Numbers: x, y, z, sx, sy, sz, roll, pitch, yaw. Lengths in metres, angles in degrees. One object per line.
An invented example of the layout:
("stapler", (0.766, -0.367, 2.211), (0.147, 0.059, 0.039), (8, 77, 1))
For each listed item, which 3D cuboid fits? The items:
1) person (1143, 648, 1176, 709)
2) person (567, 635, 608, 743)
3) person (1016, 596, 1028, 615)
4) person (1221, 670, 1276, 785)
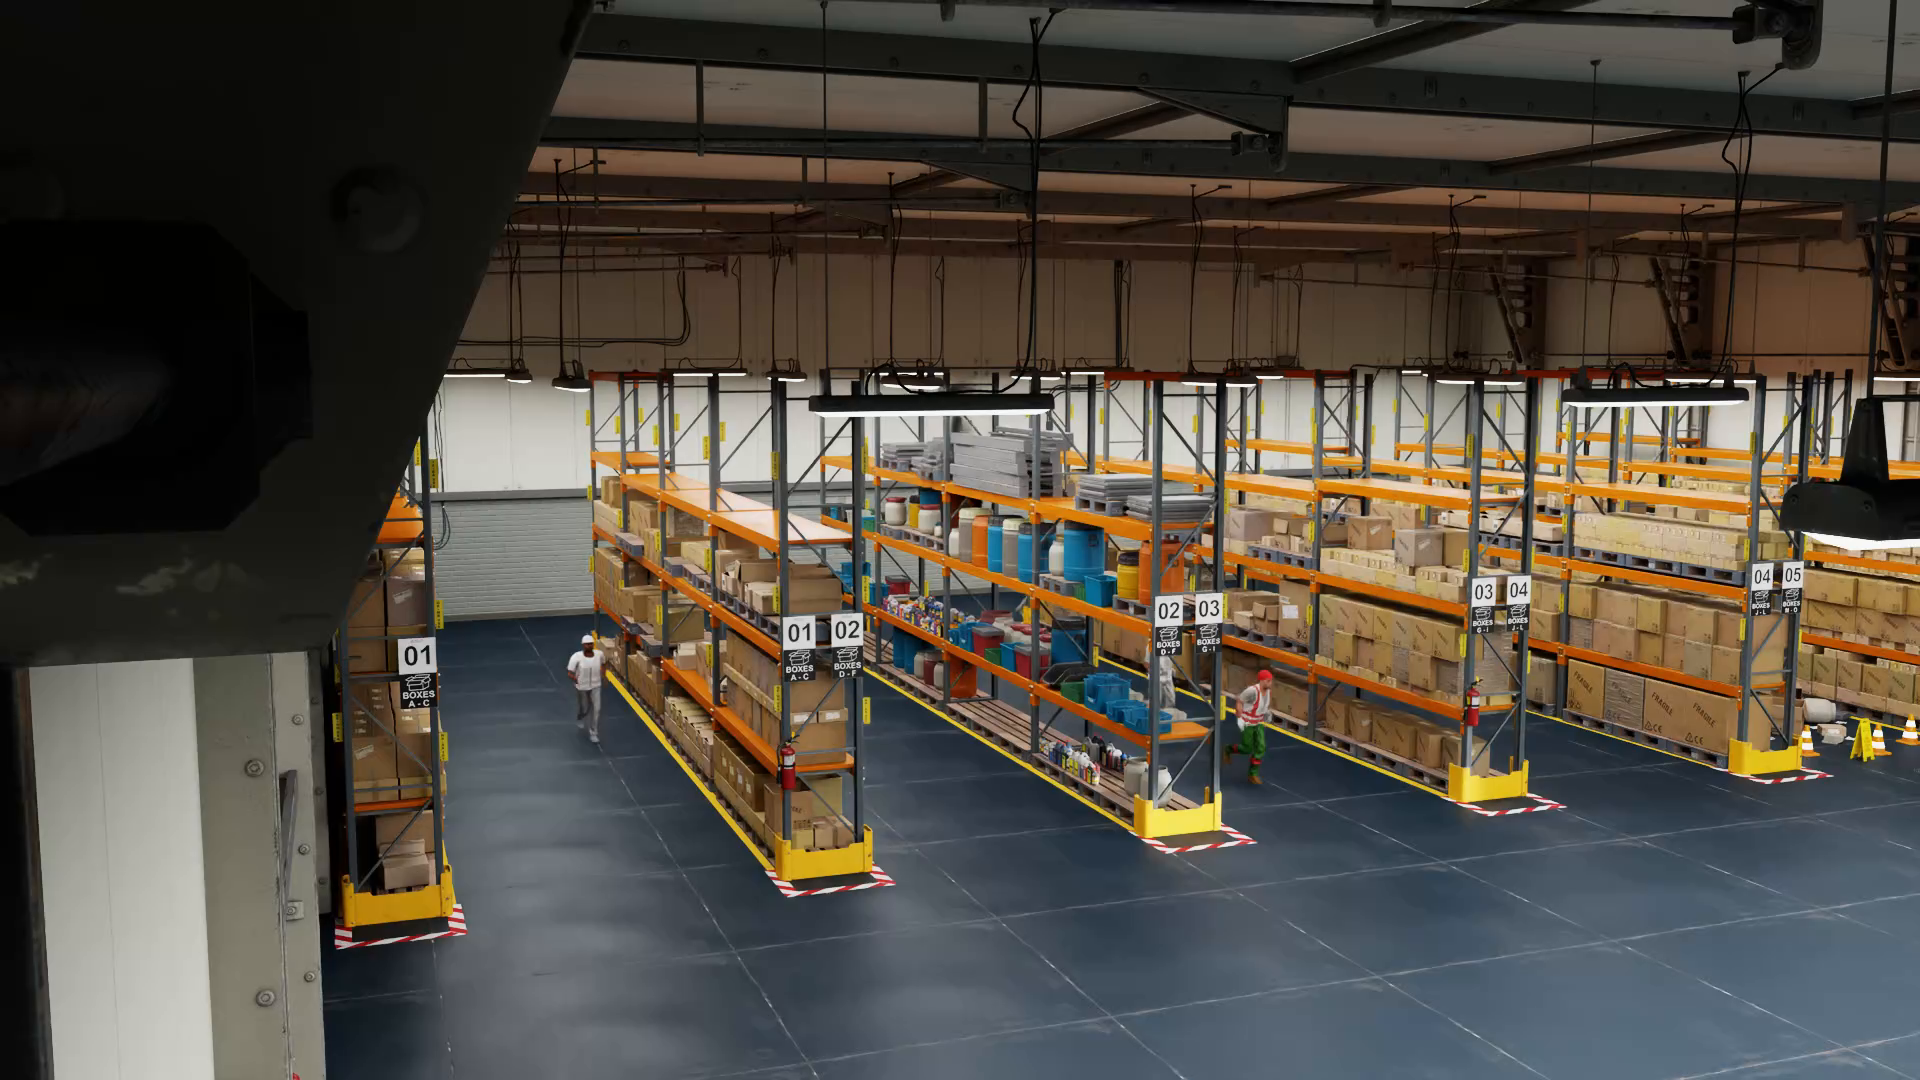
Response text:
("person", (3.328, 2.364, 27.857), (0.689, 1.797, 0.903), (-4, 8, -34))
("person", (-6.125, 2.412, 27.374), (0.685, 1.745, 0.900), (-3, 7, -25))
("person", (1.763, 1.046, 39.879), (0.844, 1.752, 0.565), (1, 7, 12))
("person", (4.299, 2.741, 24.770), (0.915, 1.723, 0.659), (6, 9, 44))
